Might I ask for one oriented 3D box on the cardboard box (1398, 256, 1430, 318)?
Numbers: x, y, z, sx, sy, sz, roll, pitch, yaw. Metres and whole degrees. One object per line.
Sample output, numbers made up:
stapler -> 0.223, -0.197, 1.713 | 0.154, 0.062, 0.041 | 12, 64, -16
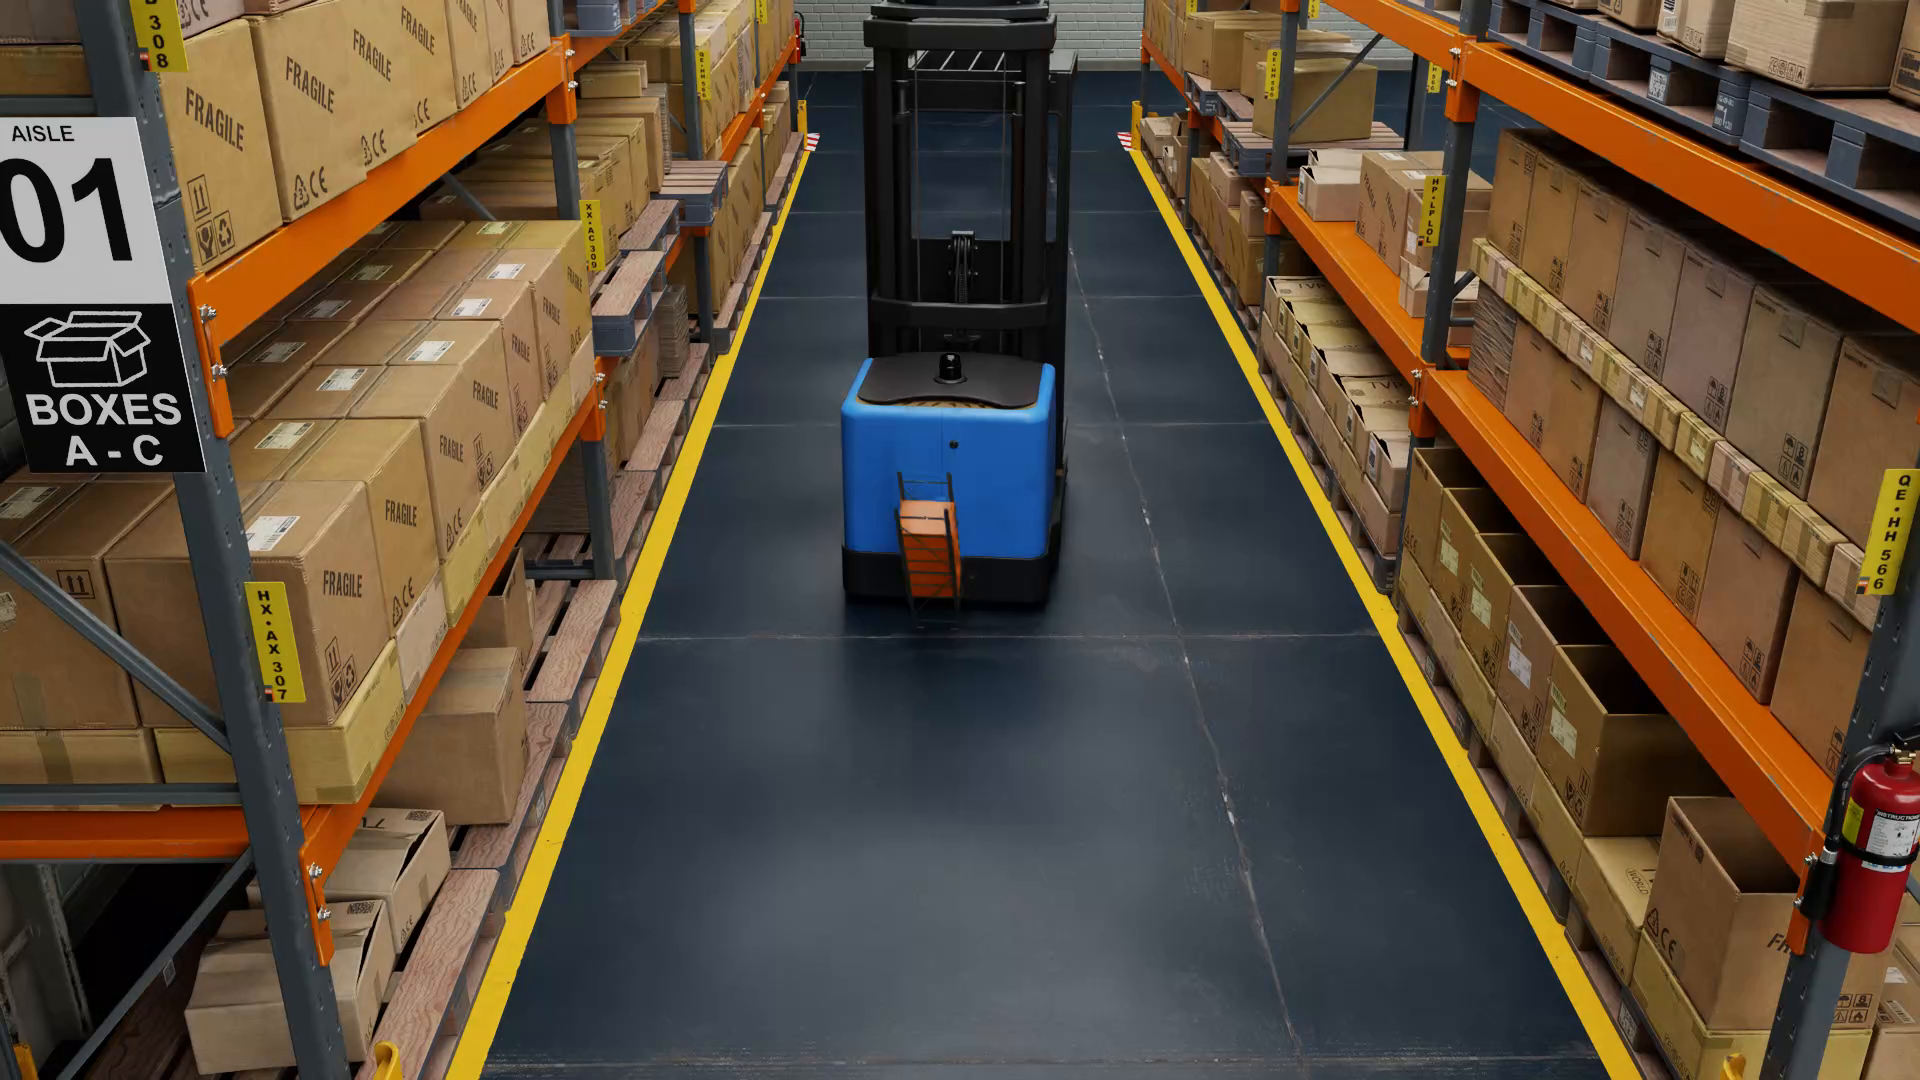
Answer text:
cardboard box -> 2.520, -1.326, 8.706 | 0.396, 0.266, 0.258 | -1, 24, -2

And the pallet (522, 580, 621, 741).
pallet -> -2.197, 0.545, 7.789 | 1.003, 0.211, 1.213 | 0, 24, -1

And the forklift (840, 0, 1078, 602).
forklift -> 0.063, -1.593, 9.215 | 1.130, 2.935, 3.031 | 2, 24, 5

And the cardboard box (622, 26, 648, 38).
cardboard box -> -2.550, -3.582, 12.113 | 0.500, 0.250, 0.500 | -1, 24, -2

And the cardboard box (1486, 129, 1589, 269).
cardboard box -> 2.725, -1.480, 7.187 | 0.700, 0.500, 0.500 | 0, 24, 0

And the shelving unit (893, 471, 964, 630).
shelving unit -> -0.135, 0.072, 7.787 | 0.258, 1.200, 0.189 | 2, 61, 4

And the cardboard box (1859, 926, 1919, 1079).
cardboard box -> 2.974, 1.462, 5.205 | 0.500, 0.250, 0.500 | 0, 24, -1

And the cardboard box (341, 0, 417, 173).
cardboard box -> -1.930, -1.350, 4.809 | 0.500, 0.500, 0.500 | 1, 24, 2

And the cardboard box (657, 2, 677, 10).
cardboard box -> -2.560, -4.218, 13.520 | 0.500, 0.250, 0.500 | -1, 24, -2

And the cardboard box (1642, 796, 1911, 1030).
cardboard box -> 2.454, 1.122, 5.046 | 0.500, 0.500, 0.500 | 0, 24, -1

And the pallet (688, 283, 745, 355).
pallet -> -2.217, -1.705, 12.764 | 1.003, 0.211, 1.213 | 0, 24, -1

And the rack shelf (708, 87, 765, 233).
rack shelf -> -2.305, -3.147, 13.441 | 1.077, 0.370, 4.000 | 0, 24, -1

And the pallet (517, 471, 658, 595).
pallet -> -2.250, -0.053, 9.110 | 1.003, 0.211, 1.213 | 0, 24, -1

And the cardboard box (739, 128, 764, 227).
cardboard box -> -2.190, -3.244, 14.881 | 0.750, 0.750, 0.750 | 0, 24, 0

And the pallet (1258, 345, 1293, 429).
pallet -> 2.640, -1.065, 11.348 | 1.003, 0.211, 1.213 | 0, 24, -1

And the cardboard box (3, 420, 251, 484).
cardboard box -> -2.410, -0.037, 4.940 | 0.500, 0.500, 0.500 | 0, 24, 0

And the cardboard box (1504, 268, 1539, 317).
cardboard box -> 2.530, -1.046, 7.014 | 0.380, 0.149, 0.250 | -1, 24, -2

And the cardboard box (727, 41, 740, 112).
cardboard box -> -2.047, -3.677, 13.233 | 0.500, 0.500, 0.500 | 0, 24, 1

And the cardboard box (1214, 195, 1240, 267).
cardboard box -> 2.408, -2.550, 13.747 | 0.500, 0.500, 0.500 | -1, 24, -3

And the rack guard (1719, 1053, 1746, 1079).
rack guard -> 2.757, 1.771, 4.728 | 1.175, 0.500, 0.348 | 0, 24, -1

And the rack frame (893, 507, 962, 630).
rack frame -> -0.141, 0.152, 7.743 | 0.240, 1.200, 0.006 | 2, 61, 4

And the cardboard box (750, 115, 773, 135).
cardboard box -> -2.054, -4.097, 16.406 | 0.380, 0.149, 0.250 | 1, 24, 1

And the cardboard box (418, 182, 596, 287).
cardboard box -> -2.211, -1.458, 8.179 | 0.700, 0.500, 0.500 | 0, 24, 0

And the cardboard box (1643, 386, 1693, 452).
cardboard box -> 2.547, -0.409, 5.606 | 0.380, 0.149, 0.250 | 0, 24, 1

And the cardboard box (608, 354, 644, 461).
cardboard box -> -2.286, -0.790, 9.857 | 0.700, 0.500, 0.500 | 0, 24, 0

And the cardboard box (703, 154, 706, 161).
cardboard box -> -2.050, -2.786, 12.050 | 0.380, 0.149, 0.250 | 0, 24, 0

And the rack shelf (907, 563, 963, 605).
rack shelf -> -0.120, 0.208, 8.036 | 0.258, 0.103, 0.180 | 2, 61, 4

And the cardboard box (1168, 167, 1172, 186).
cardboard box -> 2.272, -3.612, 16.522 | 0.380, 0.149, 0.250 | 0, 24, -1

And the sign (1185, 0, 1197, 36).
sign -> 2.084, -4.712, 14.977 | 0.100, 0.325, 0.005 | 0, 24, -1

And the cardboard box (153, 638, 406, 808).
cardboard box -> -1.884, 0.503, 4.657 | 0.500, 0.250, 0.500 | -1, 24, -2

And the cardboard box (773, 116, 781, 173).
cardboard box -> -2.238, -4.078, 17.151 | 0.700, 0.500, 0.500 | 0, 24, 1

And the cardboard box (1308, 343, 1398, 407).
cardboard box -> 2.406, -1.013, 9.996 | 0.500, 0.311, 0.500 | -1, 24, -1

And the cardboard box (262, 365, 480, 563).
cardboard box -> -1.896, -0.251, 5.413 | 0.500, 0.500, 0.500 | -1, 24, -2

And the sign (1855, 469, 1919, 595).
sign -> 2.214, -0.017, 3.954 | 0.100, 0.325, 0.005 | 0, 24, -1

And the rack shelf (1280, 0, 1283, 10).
rack shelf -> 2.648, -4.538, 12.876 | 1.077, 0.370, 4.000 | 0, 24, -1

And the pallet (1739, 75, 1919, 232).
pallet -> 2.775, -0.996, 4.279 | 1.003, 0.211, 1.213 | 0, 24, -1

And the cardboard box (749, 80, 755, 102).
cardboard box -> -2.014, -3.952, 14.628 | 0.380, 0.149, 0.250 | 0, 24, 0

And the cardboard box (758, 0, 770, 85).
cardboard box -> -2.317, -4.659, 15.548 | 0.980, 0.700, 0.700 | 0, 24, 0

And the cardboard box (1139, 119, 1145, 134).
cardboard box -> 2.243, -4.698, 18.924 | 0.380, 0.149, 0.250 | 0, 24, -1

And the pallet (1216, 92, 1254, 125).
pallet -> 2.644, -3.388, 13.335 | 1.003, 0.211, 1.213 | 0, 24, -1

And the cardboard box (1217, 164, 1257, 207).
cardboard box -> 2.405, -2.907, 13.626 | 0.500, 0.250, 0.500 | -1, 24, -2

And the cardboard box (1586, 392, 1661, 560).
cardboard box -> 2.745, -0.254, 6.050 | 0.700, 0.500, 0.500 | 0, 24, 1

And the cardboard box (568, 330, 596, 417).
cardboard box -> -1.932, -0.749, 7.425 | 0.500, 0.250, 0.500 | 0, 24, 0

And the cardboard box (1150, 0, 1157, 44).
cardboard box -> 2.335, -5.620, 17.915 | 0.500, 0.500, 0.500 | 0, 24, -1

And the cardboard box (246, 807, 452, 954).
cardboard box -> -2.120, 1.150, 5.796 | 0.500, 0.311, 0.500 | 2, 24, 4

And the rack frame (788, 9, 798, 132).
rack frame -> -2.371, -5.947, 18.759 | 1.000, 3.000, 0.127 | 0, 24, -1

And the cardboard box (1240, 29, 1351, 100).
cardboard box -> 2.707, -3.832, 13.452 | 0.700, 0.500, 0.500 | -6, 25, -14

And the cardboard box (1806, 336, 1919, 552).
cardboard box -> 2.764, -0.229, 4.420 | 0.700, 0.500, 0.500 | 0, 24, 0

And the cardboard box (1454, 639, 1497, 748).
cardboard box -> 2.416, 0.640, 7.022 | 0.500, 0.250, 0.500 | 0, 24, -1

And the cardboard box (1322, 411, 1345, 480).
cardboard box -> 2.409, -0.554, 9.661 | 0.500, 0.250, 0.500 | 0, 24, 1

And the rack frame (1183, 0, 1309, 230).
rack frame -> 2.626, -4.323, 15.168 | 1.000, 3.000, 0.127 | 0, 24, -1
